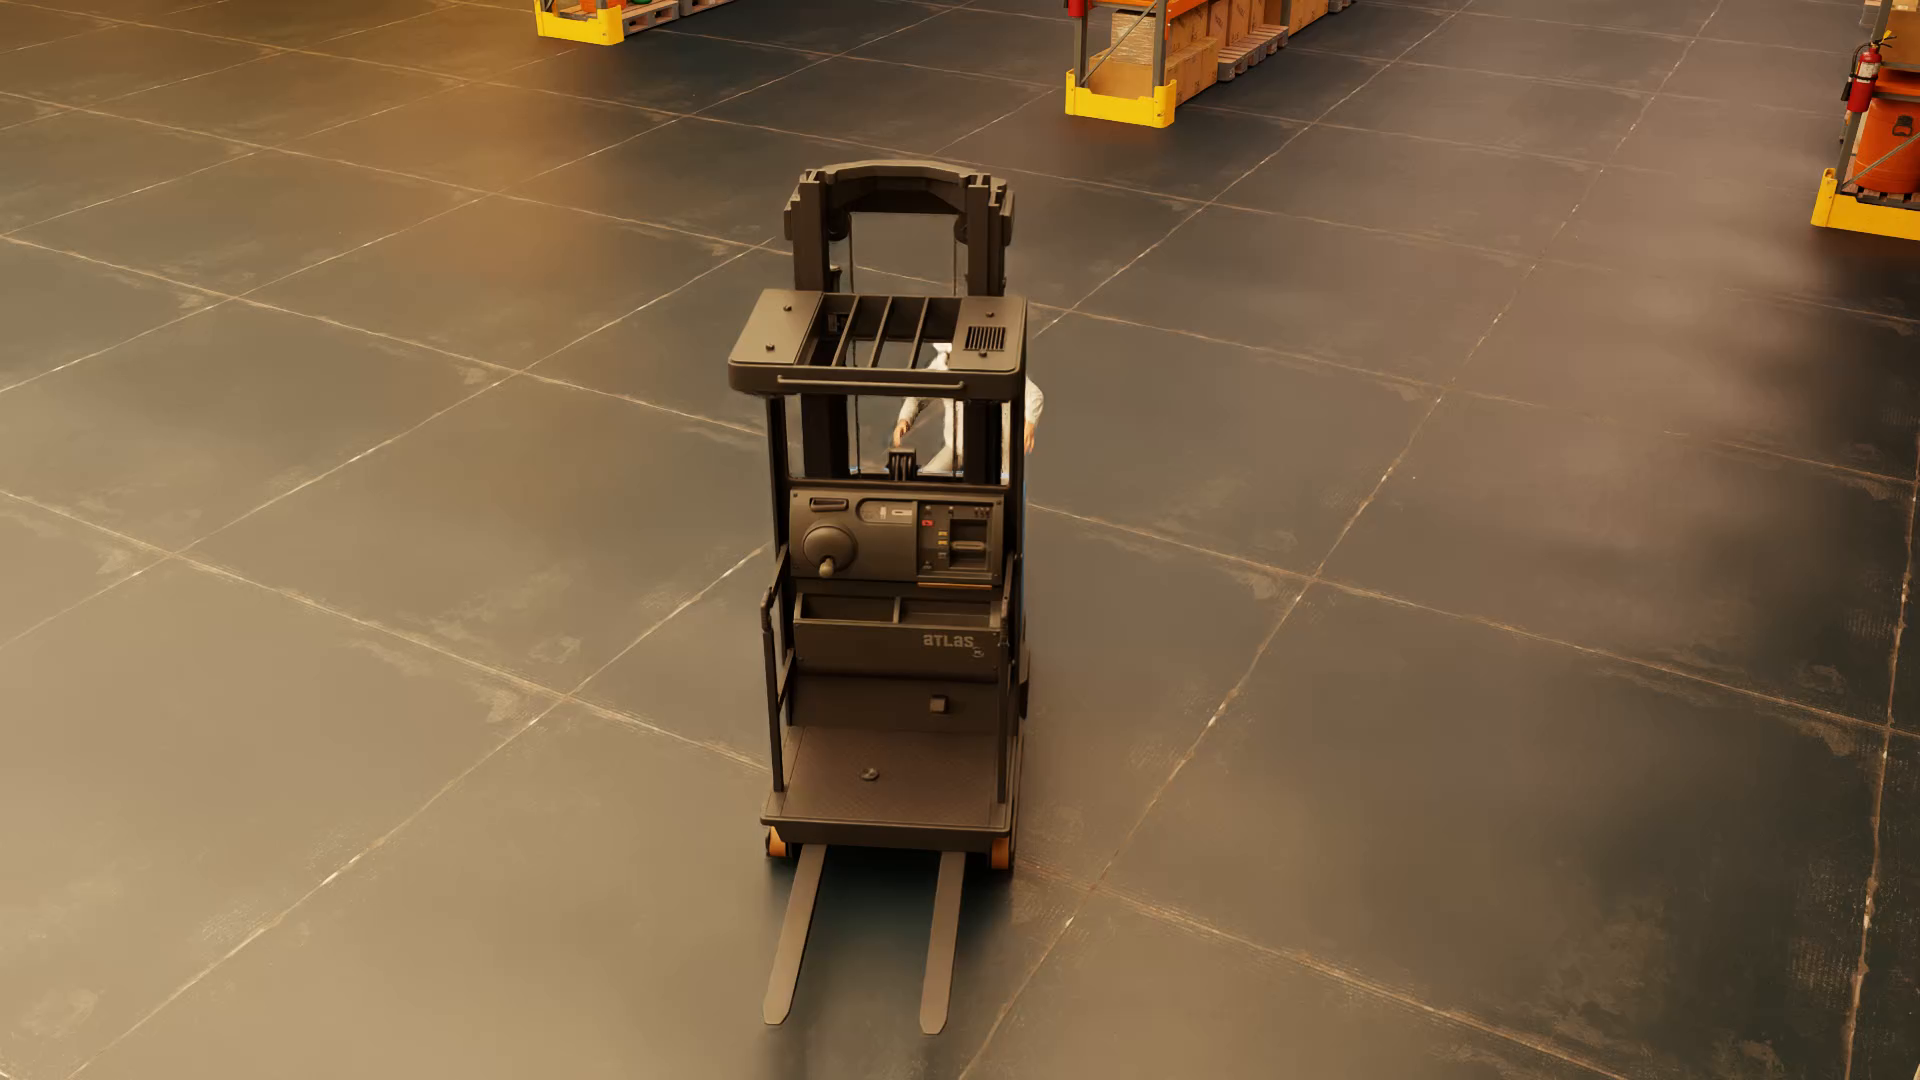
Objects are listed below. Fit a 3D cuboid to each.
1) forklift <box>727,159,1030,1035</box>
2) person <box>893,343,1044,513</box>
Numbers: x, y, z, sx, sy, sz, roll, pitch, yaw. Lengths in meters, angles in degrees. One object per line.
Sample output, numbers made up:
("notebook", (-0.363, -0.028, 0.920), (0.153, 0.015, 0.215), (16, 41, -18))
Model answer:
("forklift", (-0.290, 0.032, 7.016), (1.130, 2.935, 3.031), (2, 30, 4))
("person", (0.023, -0.511, 9.318), (0.942, 1.574, 0.770), (11, 32, 19))
